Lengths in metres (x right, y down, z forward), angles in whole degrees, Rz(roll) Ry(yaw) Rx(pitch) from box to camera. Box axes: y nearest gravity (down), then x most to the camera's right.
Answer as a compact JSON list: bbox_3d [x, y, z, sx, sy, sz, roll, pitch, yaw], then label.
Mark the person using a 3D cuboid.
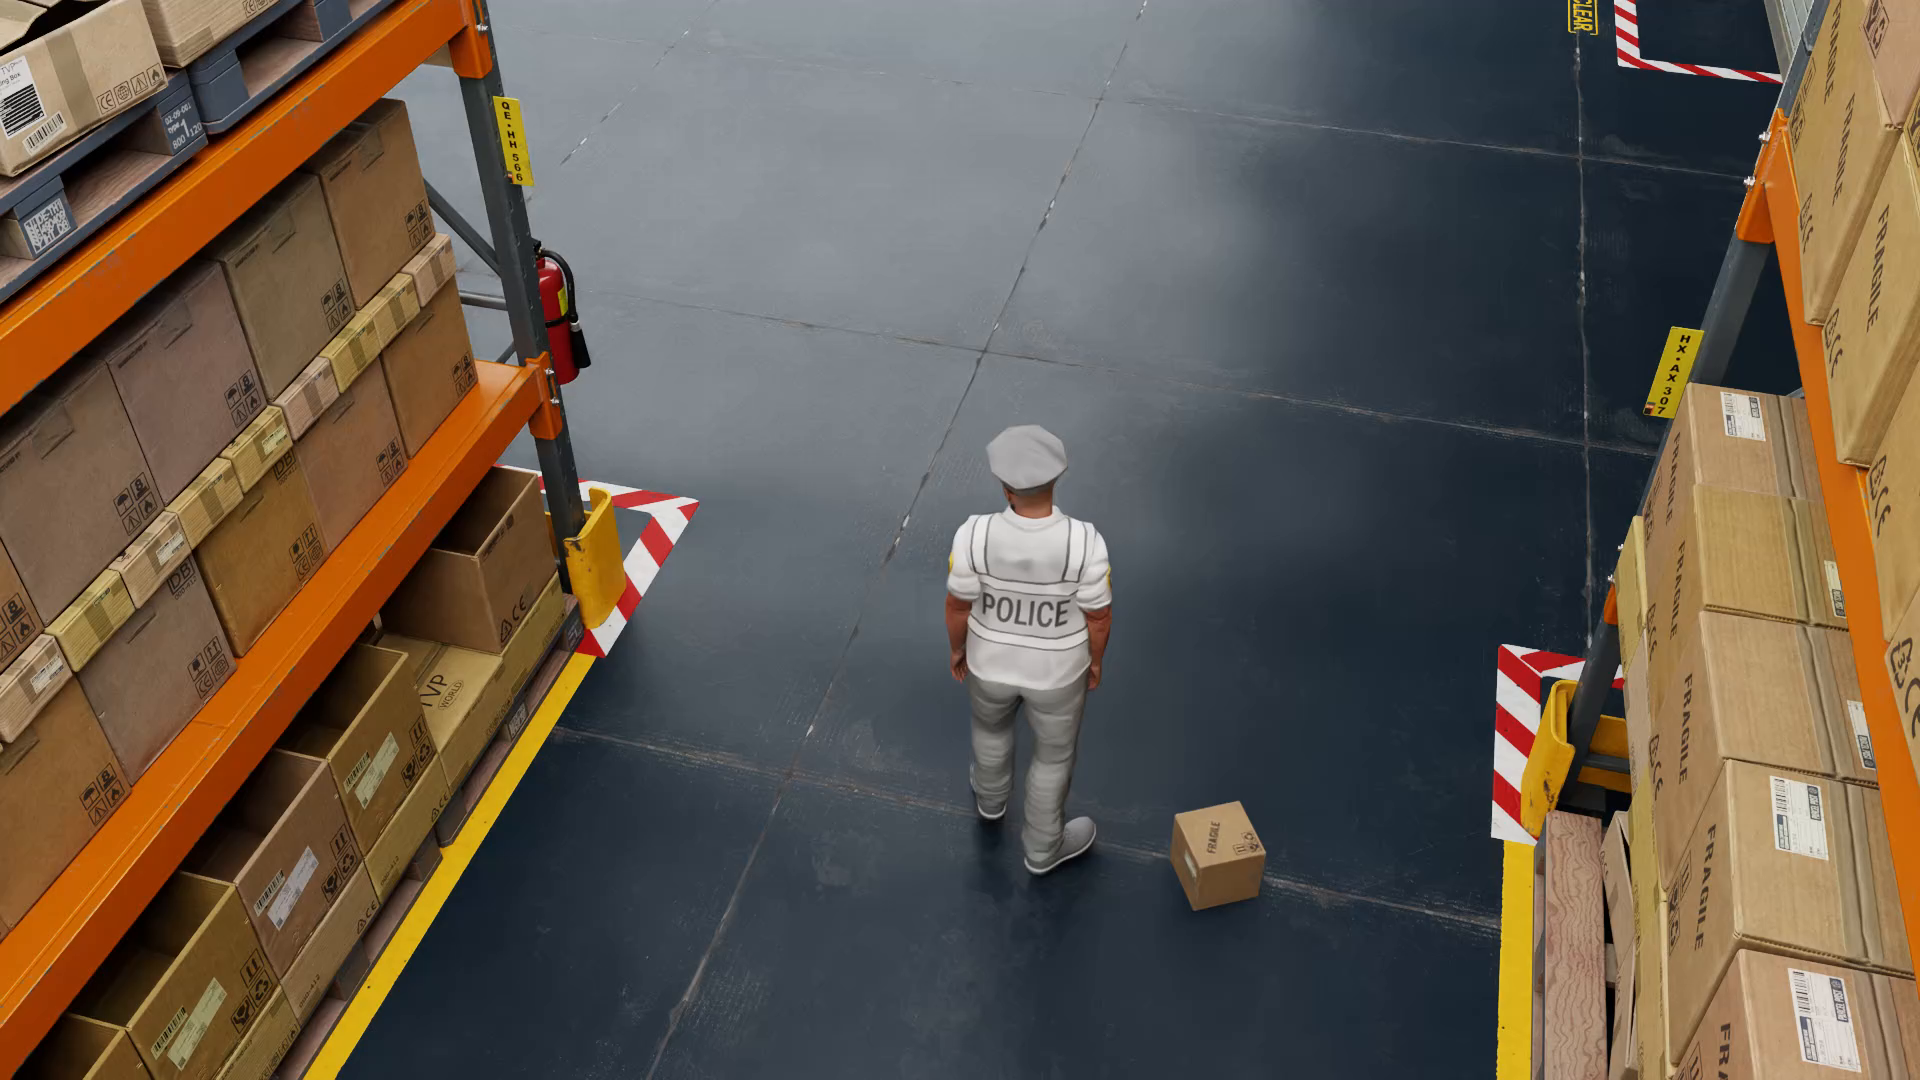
[{"bbox_3d":[0.240,0.386,5.688,0.562,1.755,0.538,9,42,10],"label":"person"}]
